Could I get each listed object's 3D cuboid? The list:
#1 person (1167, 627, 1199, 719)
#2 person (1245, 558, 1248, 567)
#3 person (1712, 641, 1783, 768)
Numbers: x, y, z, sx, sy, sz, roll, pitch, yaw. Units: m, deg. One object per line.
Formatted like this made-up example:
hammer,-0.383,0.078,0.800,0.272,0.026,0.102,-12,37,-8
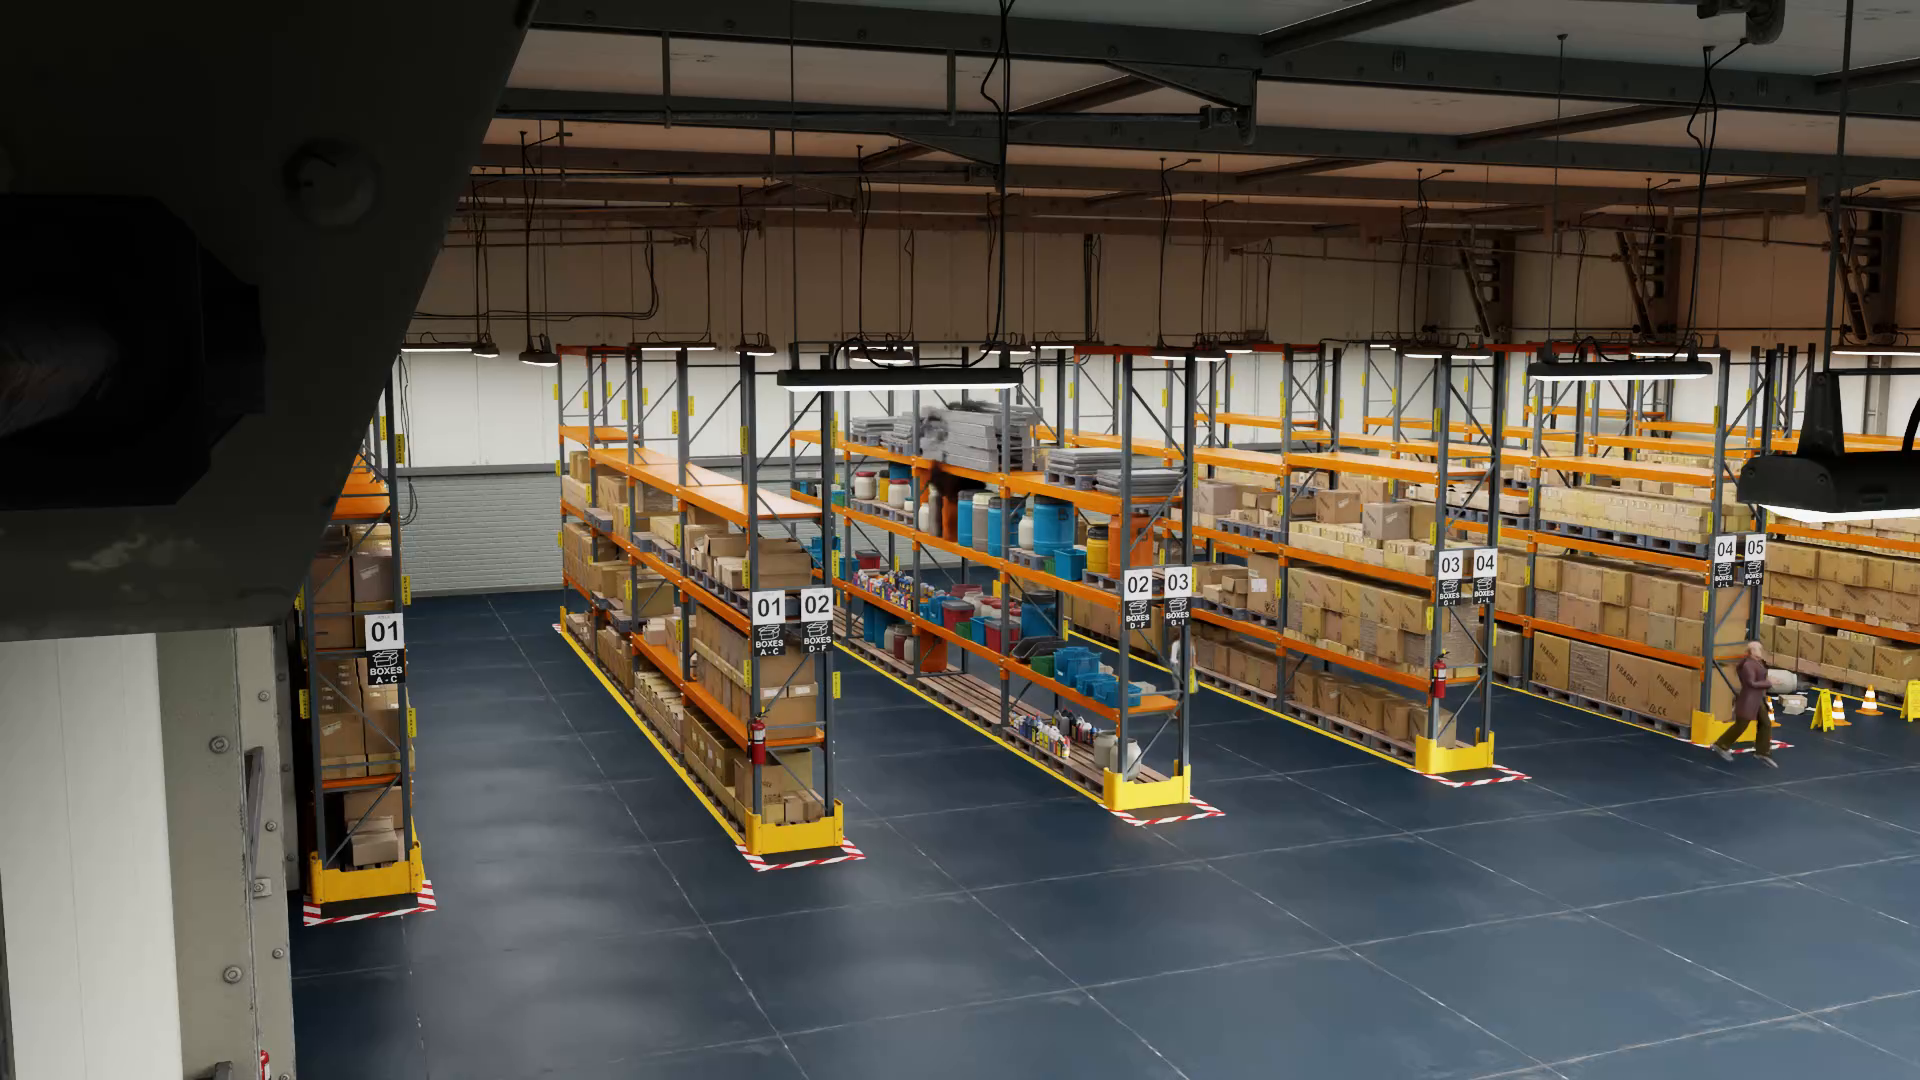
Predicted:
person,3.618,2.151,26.802,0.560,1.555,0.745,-3,8,-21
person,7.399,0.143,42.216,0.735,1.718,0.588,-4,8,-28
person,11.450,2.377,24.164,0.897,1.846,0.706,6,9,40
